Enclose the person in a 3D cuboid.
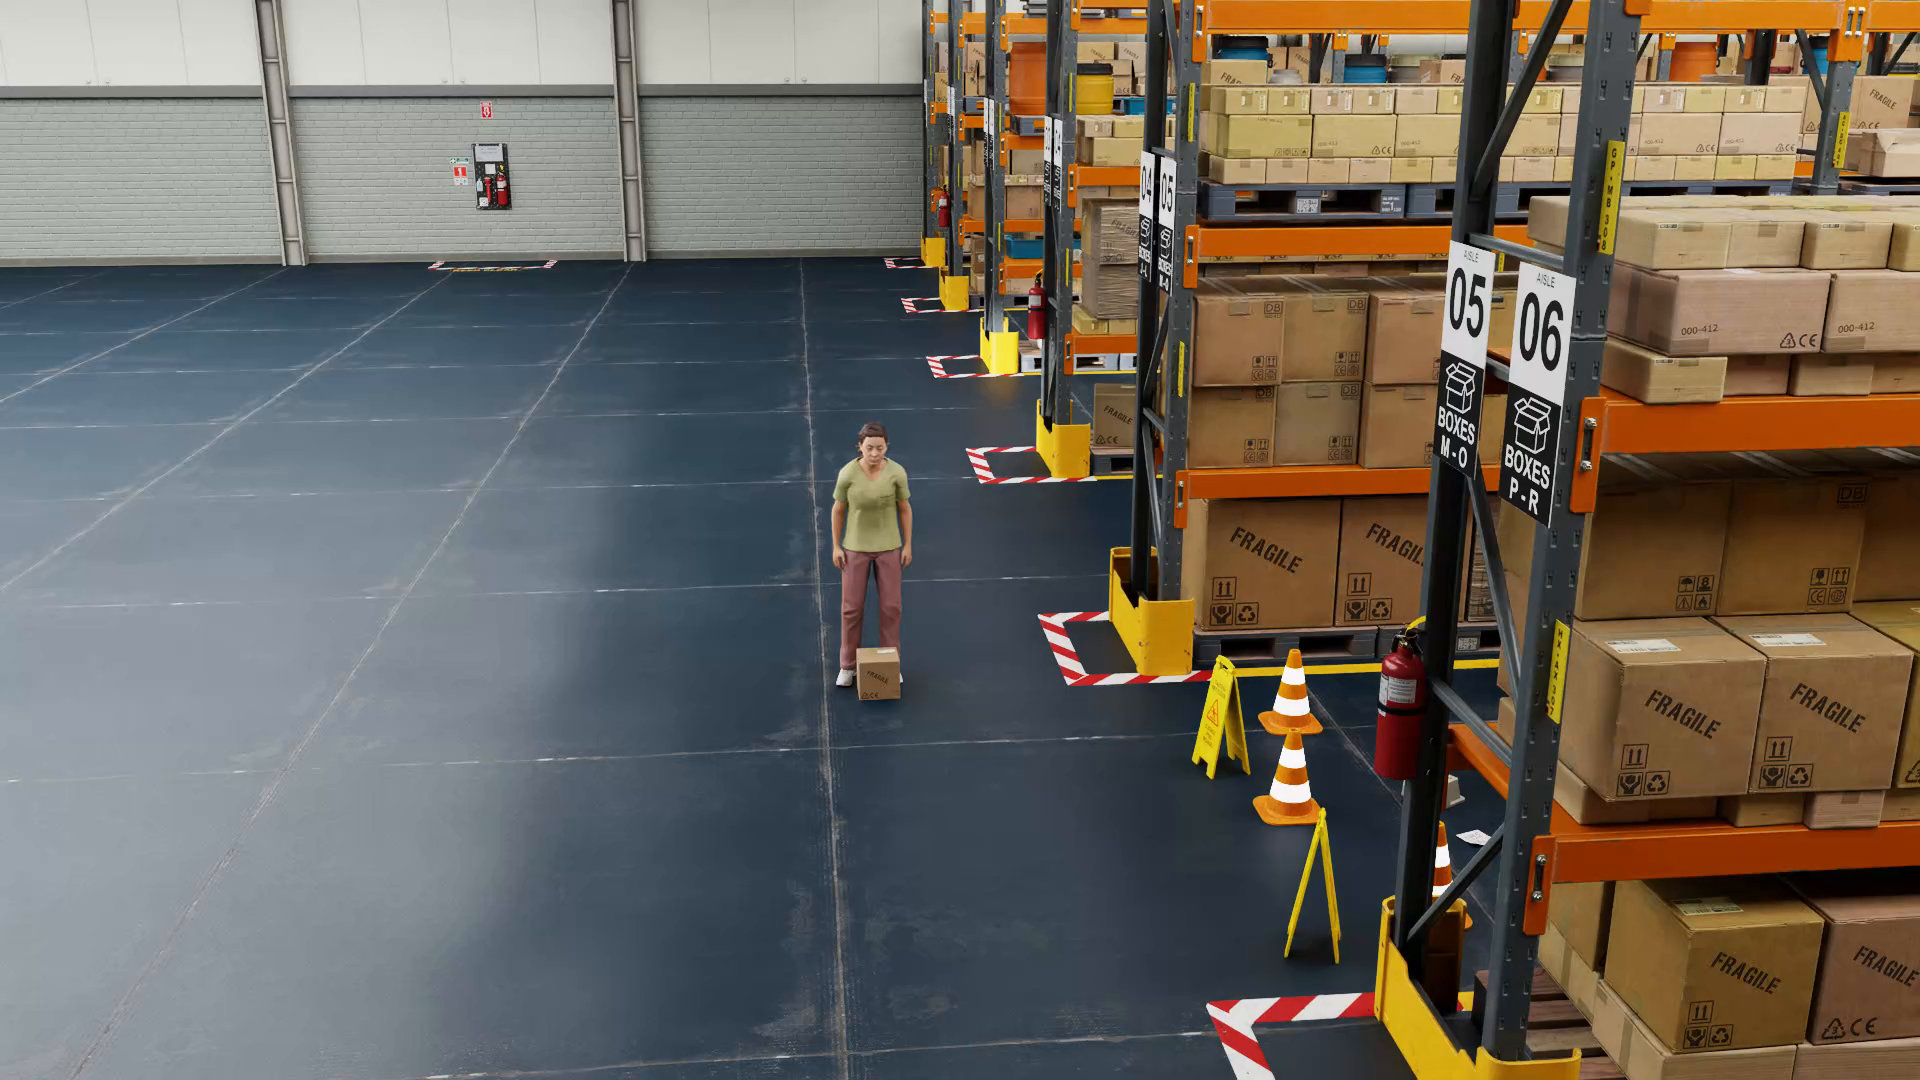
[{"bbox_3d":[-0.542,0.074,10.314,0.499,1.673,0.356,-2,17,-5],"label":"person"}]
